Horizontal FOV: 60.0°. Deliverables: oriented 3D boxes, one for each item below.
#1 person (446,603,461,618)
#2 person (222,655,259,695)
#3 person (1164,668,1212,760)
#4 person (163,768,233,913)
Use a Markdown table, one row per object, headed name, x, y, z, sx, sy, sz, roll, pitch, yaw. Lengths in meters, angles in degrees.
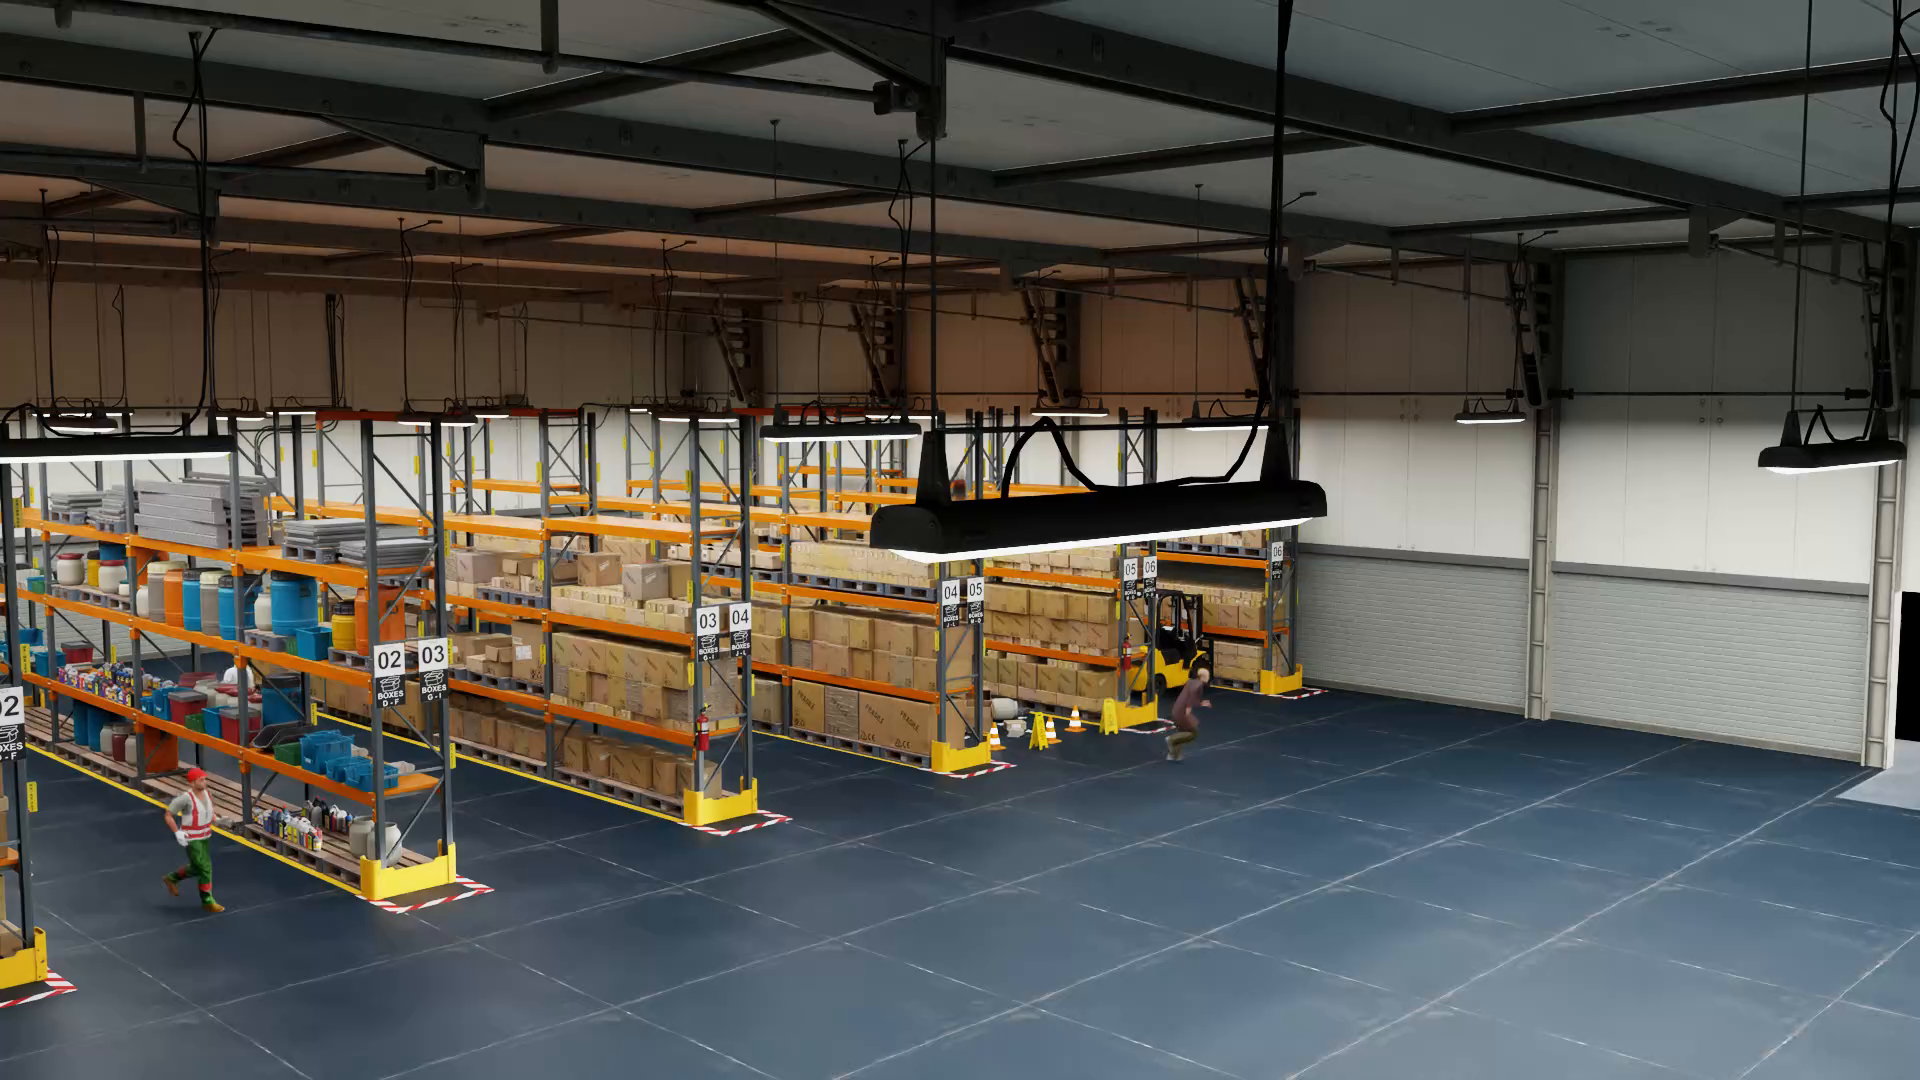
| name | x | y | z | sx | sy | sz | roll | pitch | yaw |
| --- | --- | --- | --- | --- | --- | --- | --- | --- | --- |
| person | -12.247 | 1.954 | 39.971 | 0.597 | 1.701 | 0.858 | 3 | 6 | 27 |
| person | -12.712 | 2.900 | 29.416 | 0.918 | 1.679 | 0.712 | 3 | 6 | 29 |
| person | 3.948 | 3.013 | 28.583 | 0.874 | 1.596 | 0.735 | -1 | 5 | -11 |
| person | -9.404 | 3.655 | 20.340 | 0.847 | 1.766 | 0.636 | 1 | 5 | 14 |
